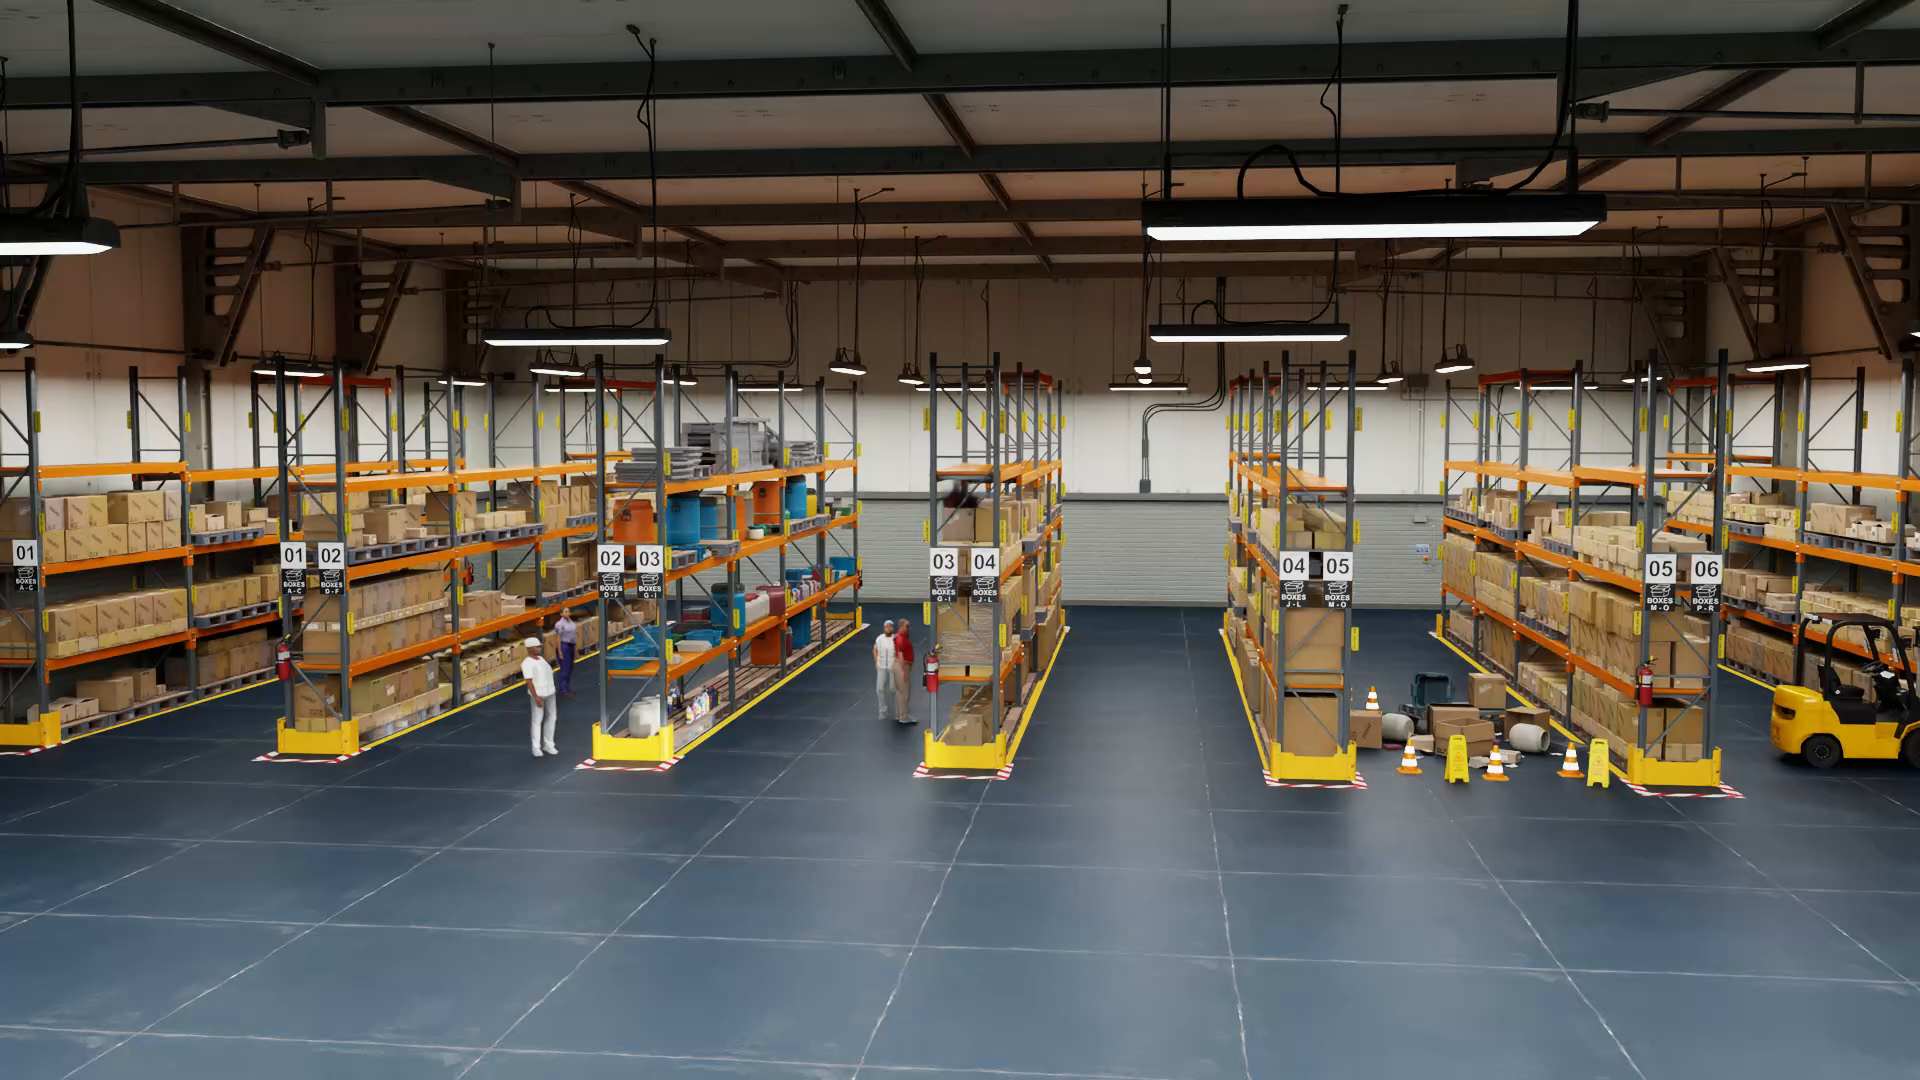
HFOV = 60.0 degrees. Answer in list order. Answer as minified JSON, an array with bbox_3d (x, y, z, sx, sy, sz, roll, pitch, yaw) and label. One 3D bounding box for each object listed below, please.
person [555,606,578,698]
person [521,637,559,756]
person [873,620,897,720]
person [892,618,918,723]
[{"bbox_3d":[-7.175,2.036,30.458,0.409,1.656,0.523,0,4,6],"label":"person"},{"bbox_3d":[-6.301,2.370,25.020,0.613,1.806,0.613,3,5,40],"label":"person"},{"bbox_3d":[-1.194,2.210,28.328,0.642,1.690,0.746,1,4,15],"label":"person"},{"bbox_3d":[-0.911,2.167,27.735,0.428,1.728,0.599,0,4,-3],"label":"person"}]
